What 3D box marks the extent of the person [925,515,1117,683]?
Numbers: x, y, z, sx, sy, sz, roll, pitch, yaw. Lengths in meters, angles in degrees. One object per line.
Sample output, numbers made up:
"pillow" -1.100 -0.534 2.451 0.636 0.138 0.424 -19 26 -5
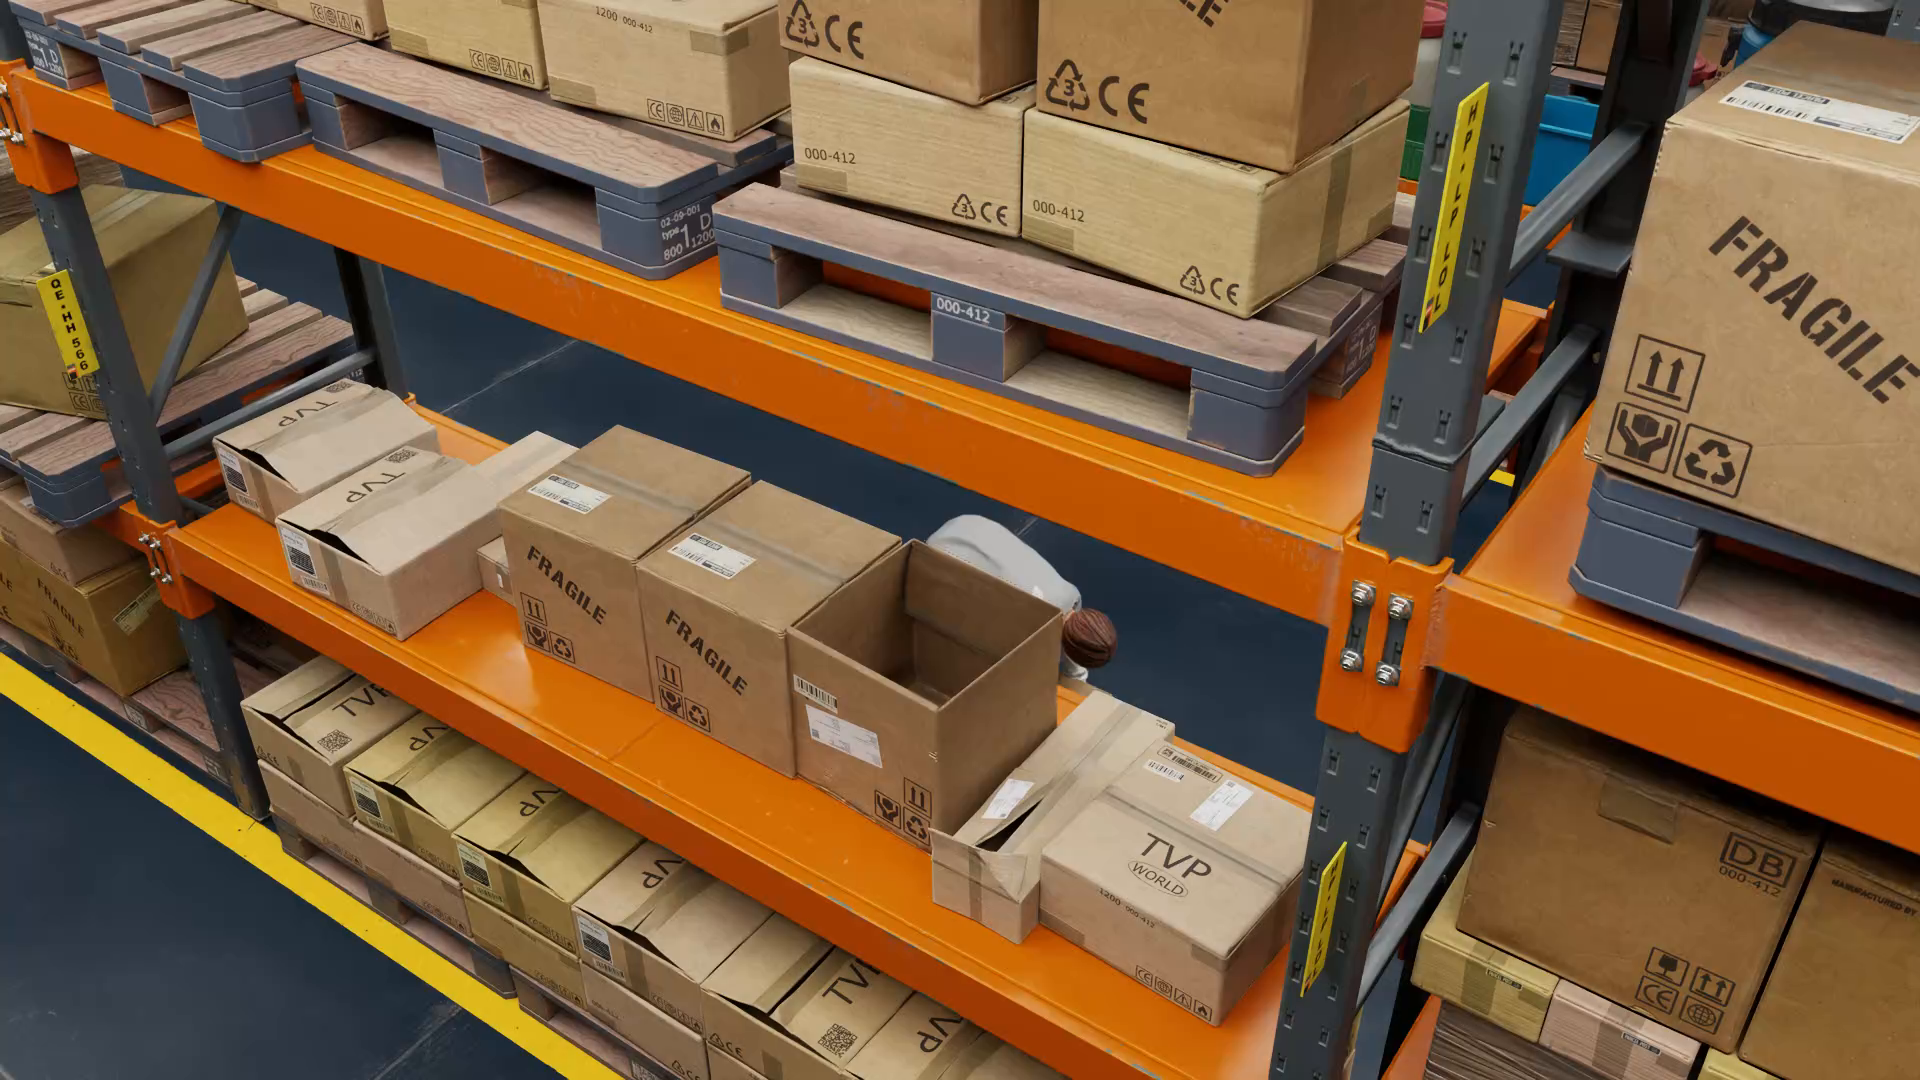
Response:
"person" 0.221 0.362 6.288 0.855 0.847 0.461 20 40 26
